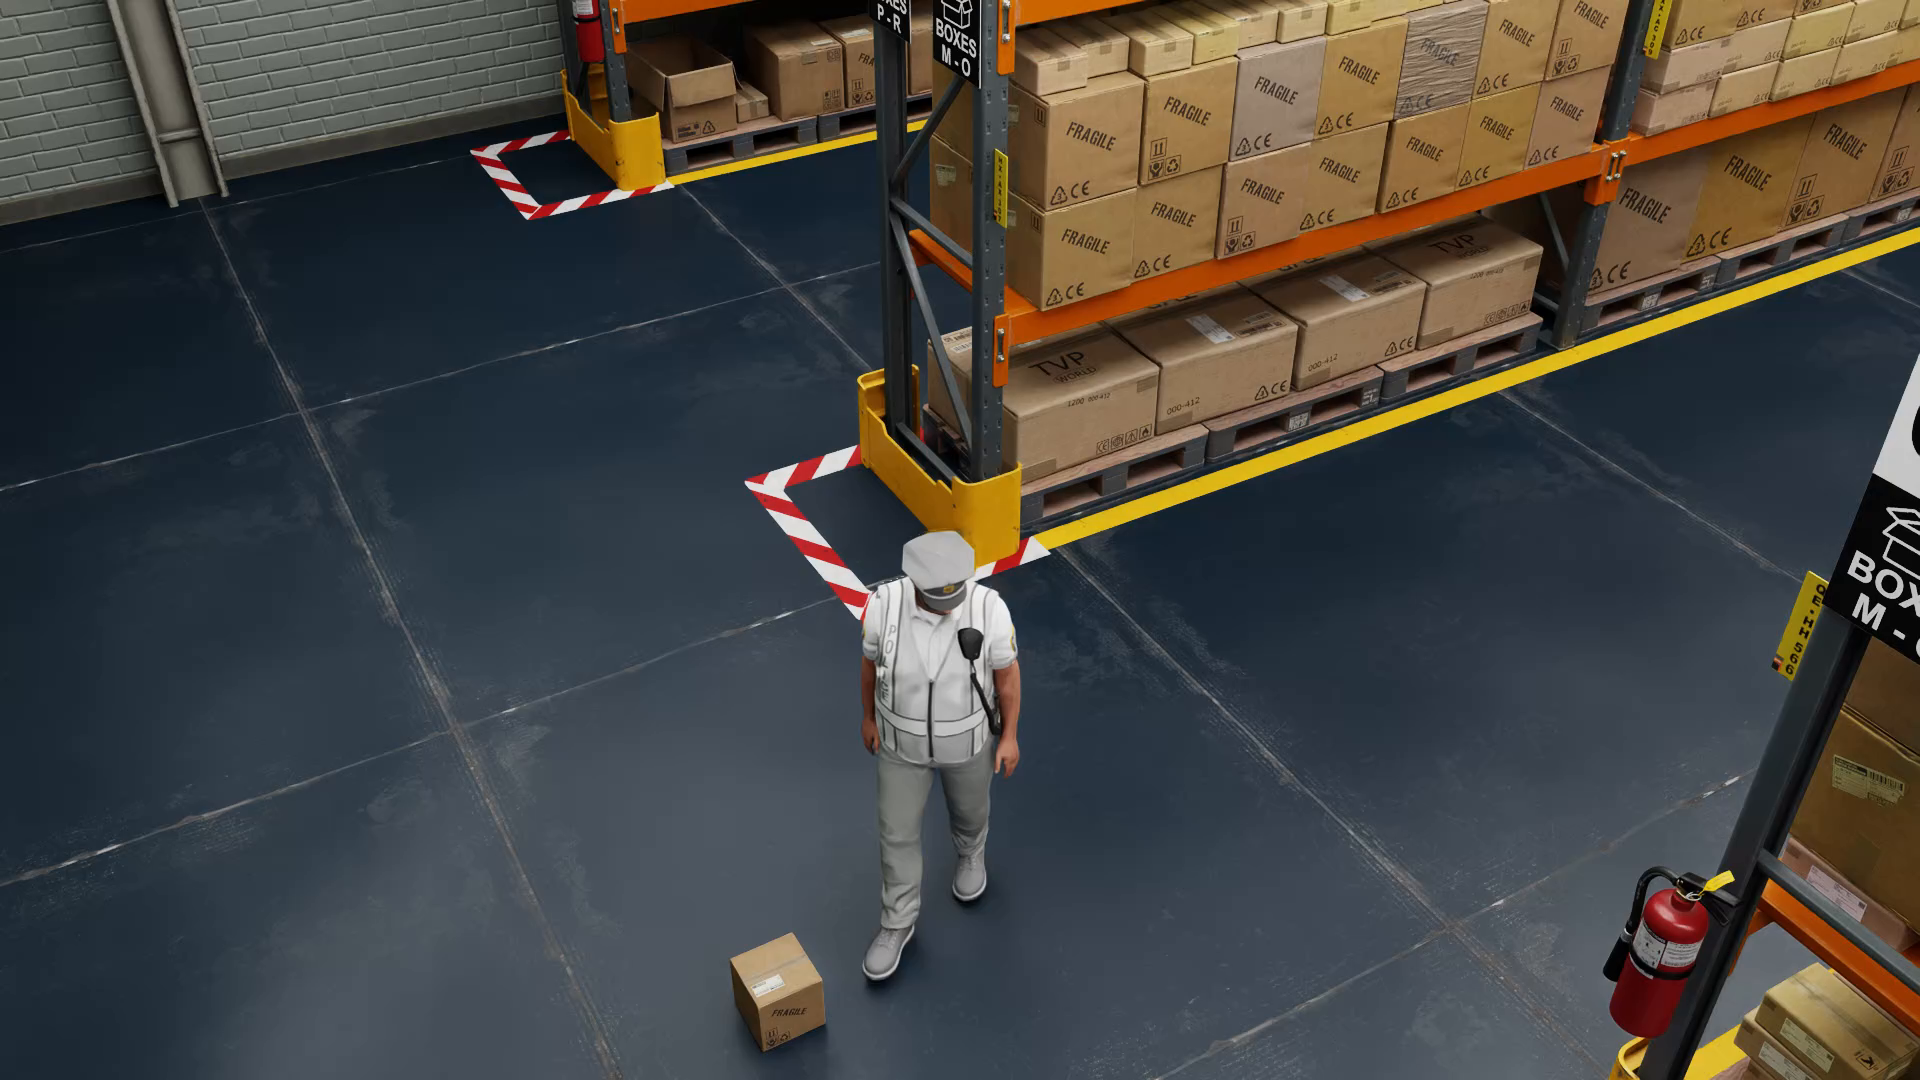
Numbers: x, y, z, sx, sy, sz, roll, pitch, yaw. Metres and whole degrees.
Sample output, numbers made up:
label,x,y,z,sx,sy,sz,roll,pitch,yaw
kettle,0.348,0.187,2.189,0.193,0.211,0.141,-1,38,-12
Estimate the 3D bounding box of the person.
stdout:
label,x,y,z,sx,sy,sz,roll,pitch,yaw
person,-0.084,0.752,5.896,0.585,1.719,0.749,3,37,3
